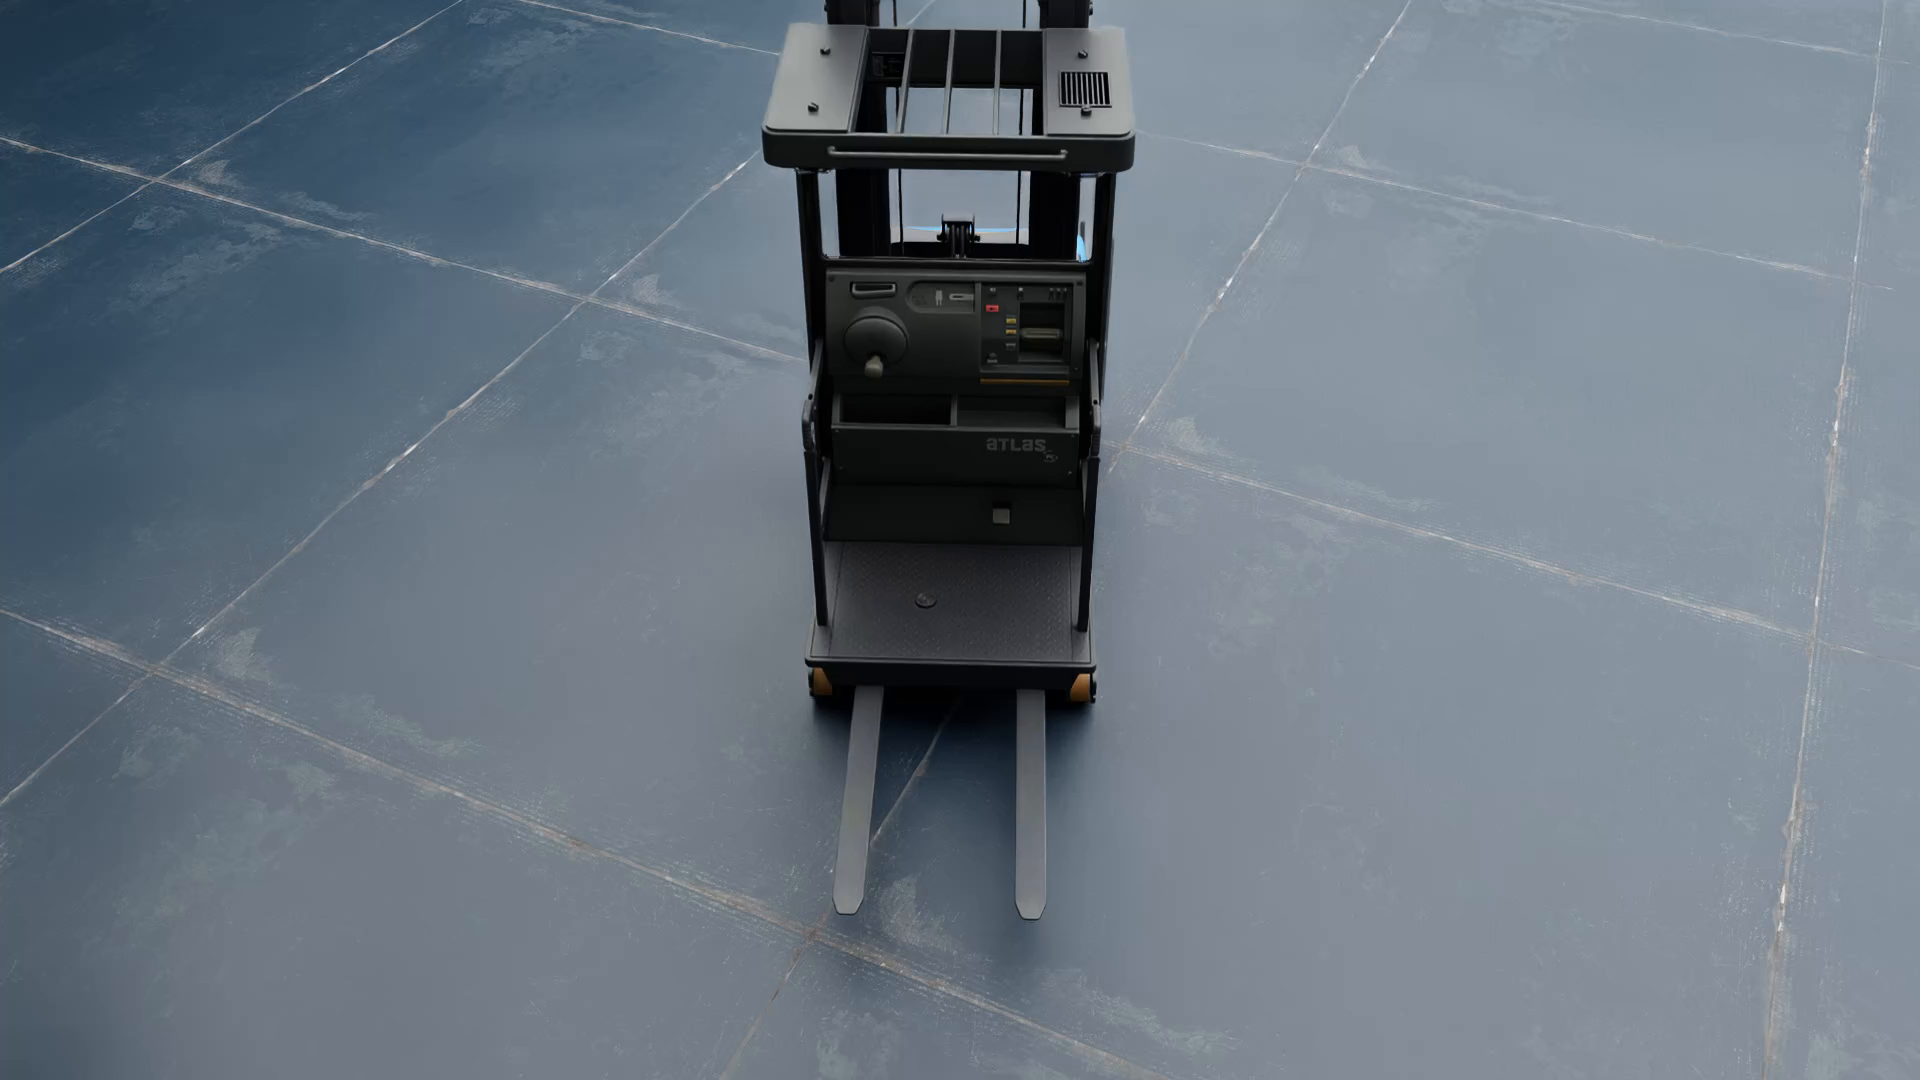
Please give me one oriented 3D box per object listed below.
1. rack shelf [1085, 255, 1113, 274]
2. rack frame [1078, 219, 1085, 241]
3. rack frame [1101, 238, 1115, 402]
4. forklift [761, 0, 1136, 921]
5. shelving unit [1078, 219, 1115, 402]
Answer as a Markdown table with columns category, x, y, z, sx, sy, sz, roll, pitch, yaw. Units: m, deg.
| category | x | y | z | sx | sy | sz | roll | pitch | yaw |
| --- | --- | --- | --- | --- | --- | --- | --- | --- | --- |
| rack shelf | 0.533 | -1.197 | 7.582 | 0.258 | 0.077 | 0.200 | -26 | 47 | -27 |
| rack frame | 0.472 | -1.071 | 7.798 | 0.240 | 0.900 | 0.006 | -26 | 47 | -27 |
| rack frame | 0.595 | -0.965 | 7.676 | 0.240 | 0.900 | 0.006 | -26 | 47 | -27 |
| forklift | -0.021 | -0.689 | 5.807 | 1.130 | 2.935 | 3.031 | 1 | 41 | 1 |
| shelving unit | 0.533 | -1.018 | 7.737 | 0.258 | 0.900 | 0.210 | -26 | 47 | -27 |
